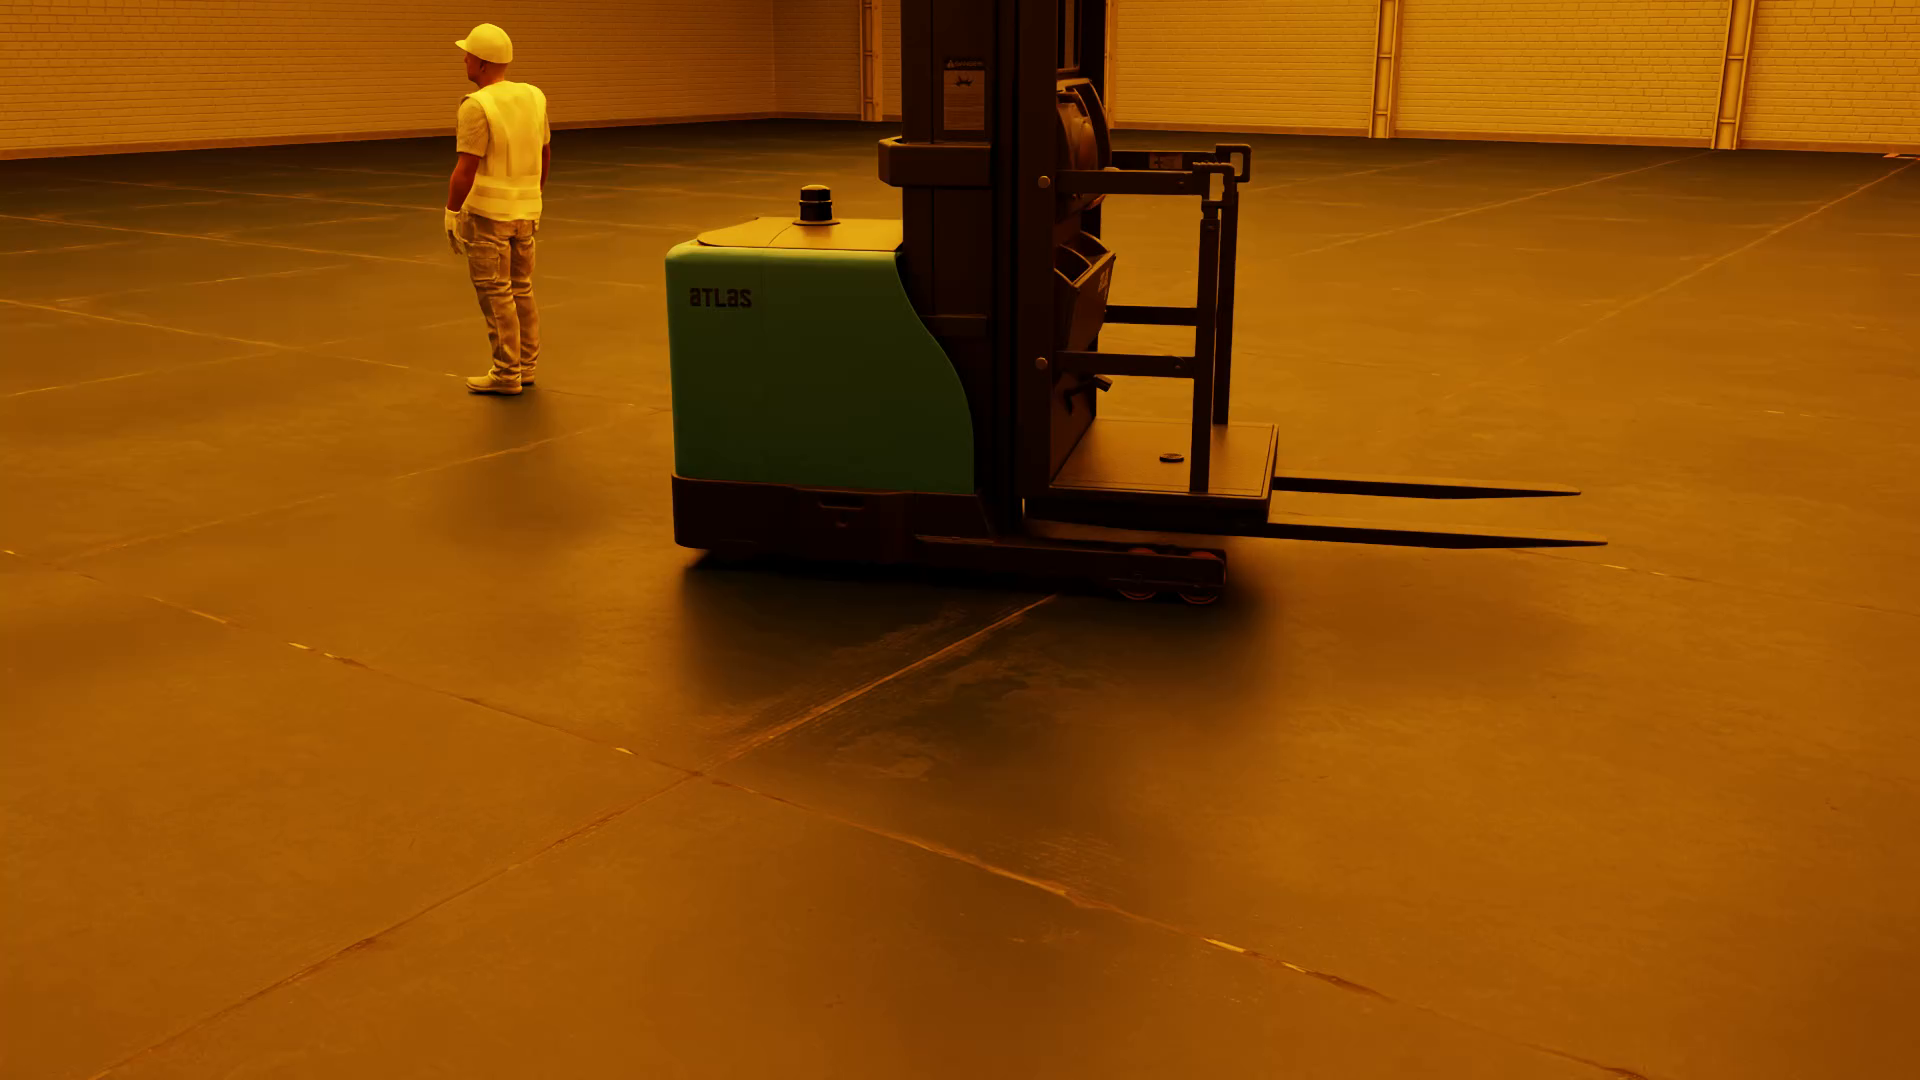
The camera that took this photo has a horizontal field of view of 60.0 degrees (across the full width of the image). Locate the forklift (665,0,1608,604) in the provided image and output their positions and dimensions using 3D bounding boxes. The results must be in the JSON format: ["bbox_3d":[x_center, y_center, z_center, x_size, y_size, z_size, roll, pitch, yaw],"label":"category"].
[{"bbox_3d":[0.595,-1.367,5.404,3.031,2.935,1.130,4,17,12],"label":"forklift"}]

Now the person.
[{"bbox_3d":[-2.334,-1.617,8.218,0.575,1.785,0.656,8,18,25],"label":"person"}]
